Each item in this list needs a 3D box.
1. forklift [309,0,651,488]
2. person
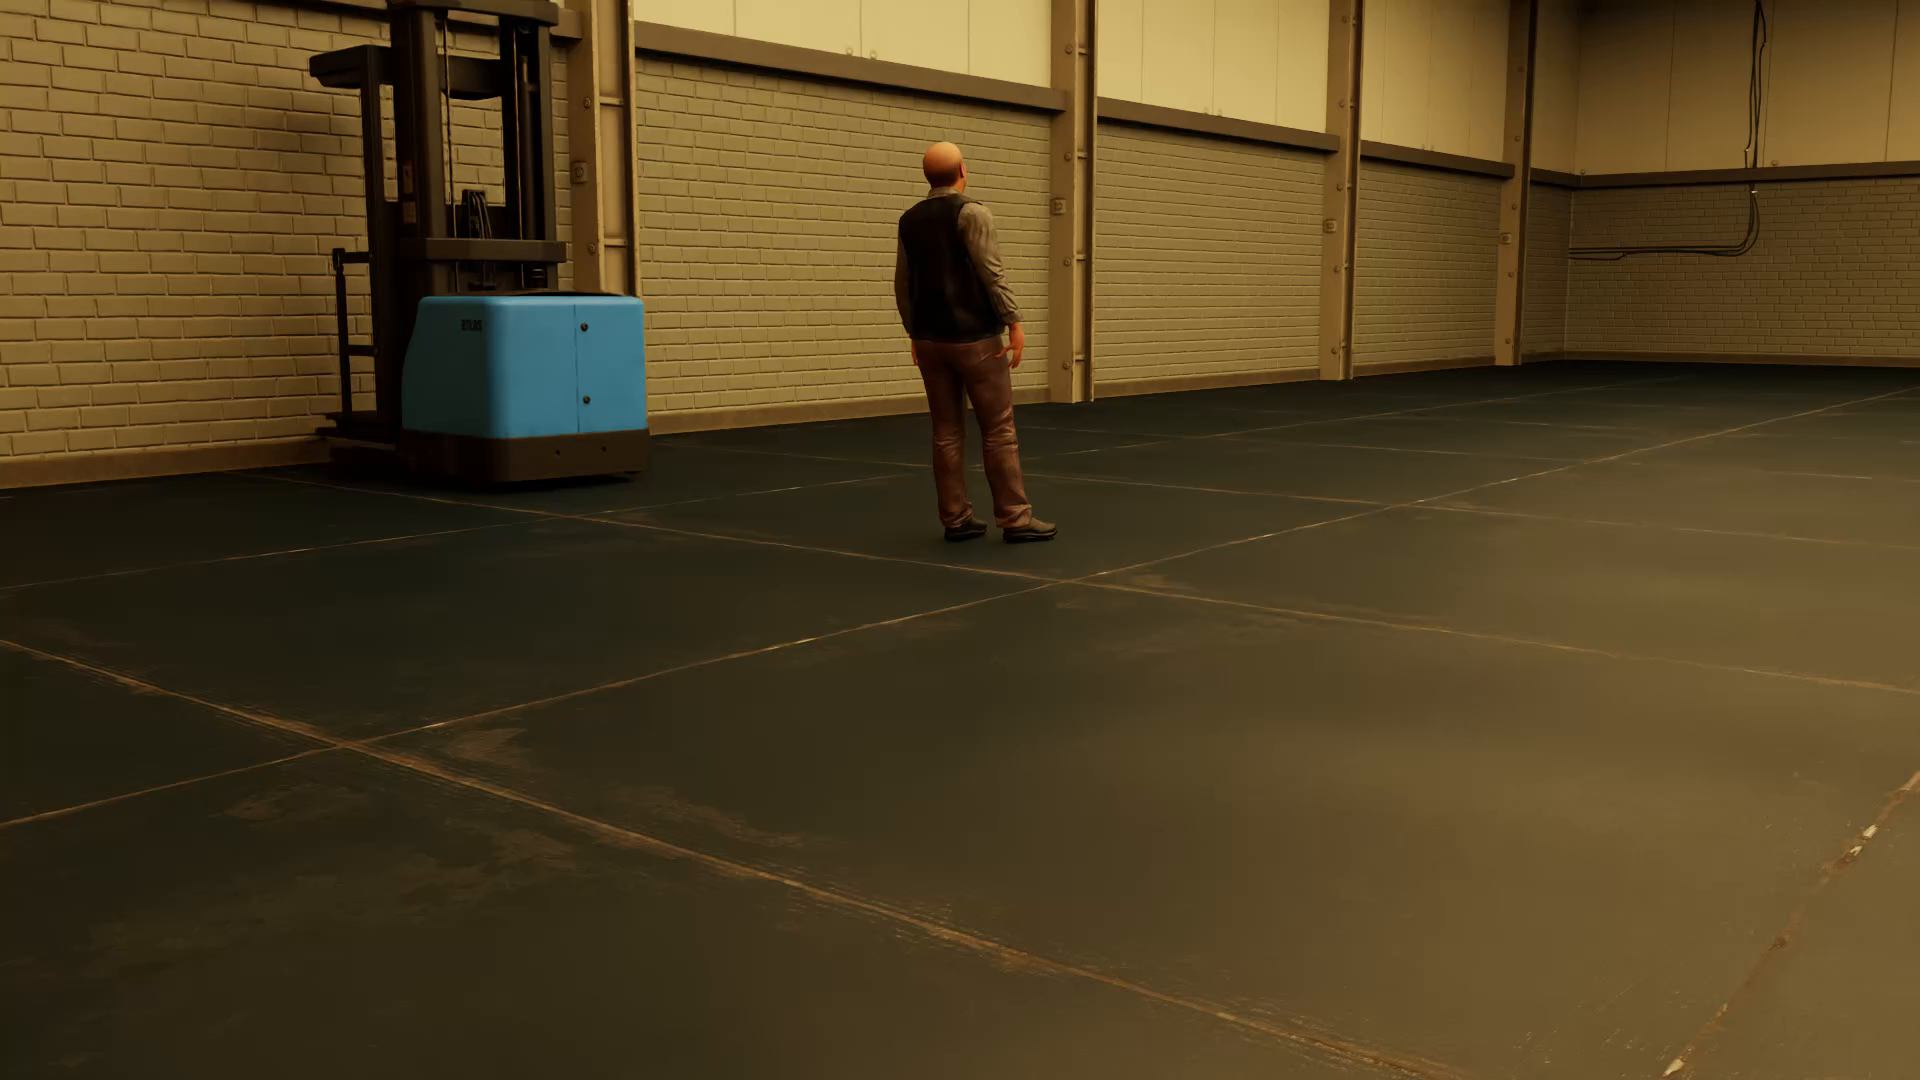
[{"bbox_3d":[-3.222,-1.892,10.209,3.031,2.935,1.130,8,12,43],"label":"forklift"},{"bbox_3d":[0.050,-0.830,7.334,0.633,1.650,0.551,7,11,38],"label":"person"}]
